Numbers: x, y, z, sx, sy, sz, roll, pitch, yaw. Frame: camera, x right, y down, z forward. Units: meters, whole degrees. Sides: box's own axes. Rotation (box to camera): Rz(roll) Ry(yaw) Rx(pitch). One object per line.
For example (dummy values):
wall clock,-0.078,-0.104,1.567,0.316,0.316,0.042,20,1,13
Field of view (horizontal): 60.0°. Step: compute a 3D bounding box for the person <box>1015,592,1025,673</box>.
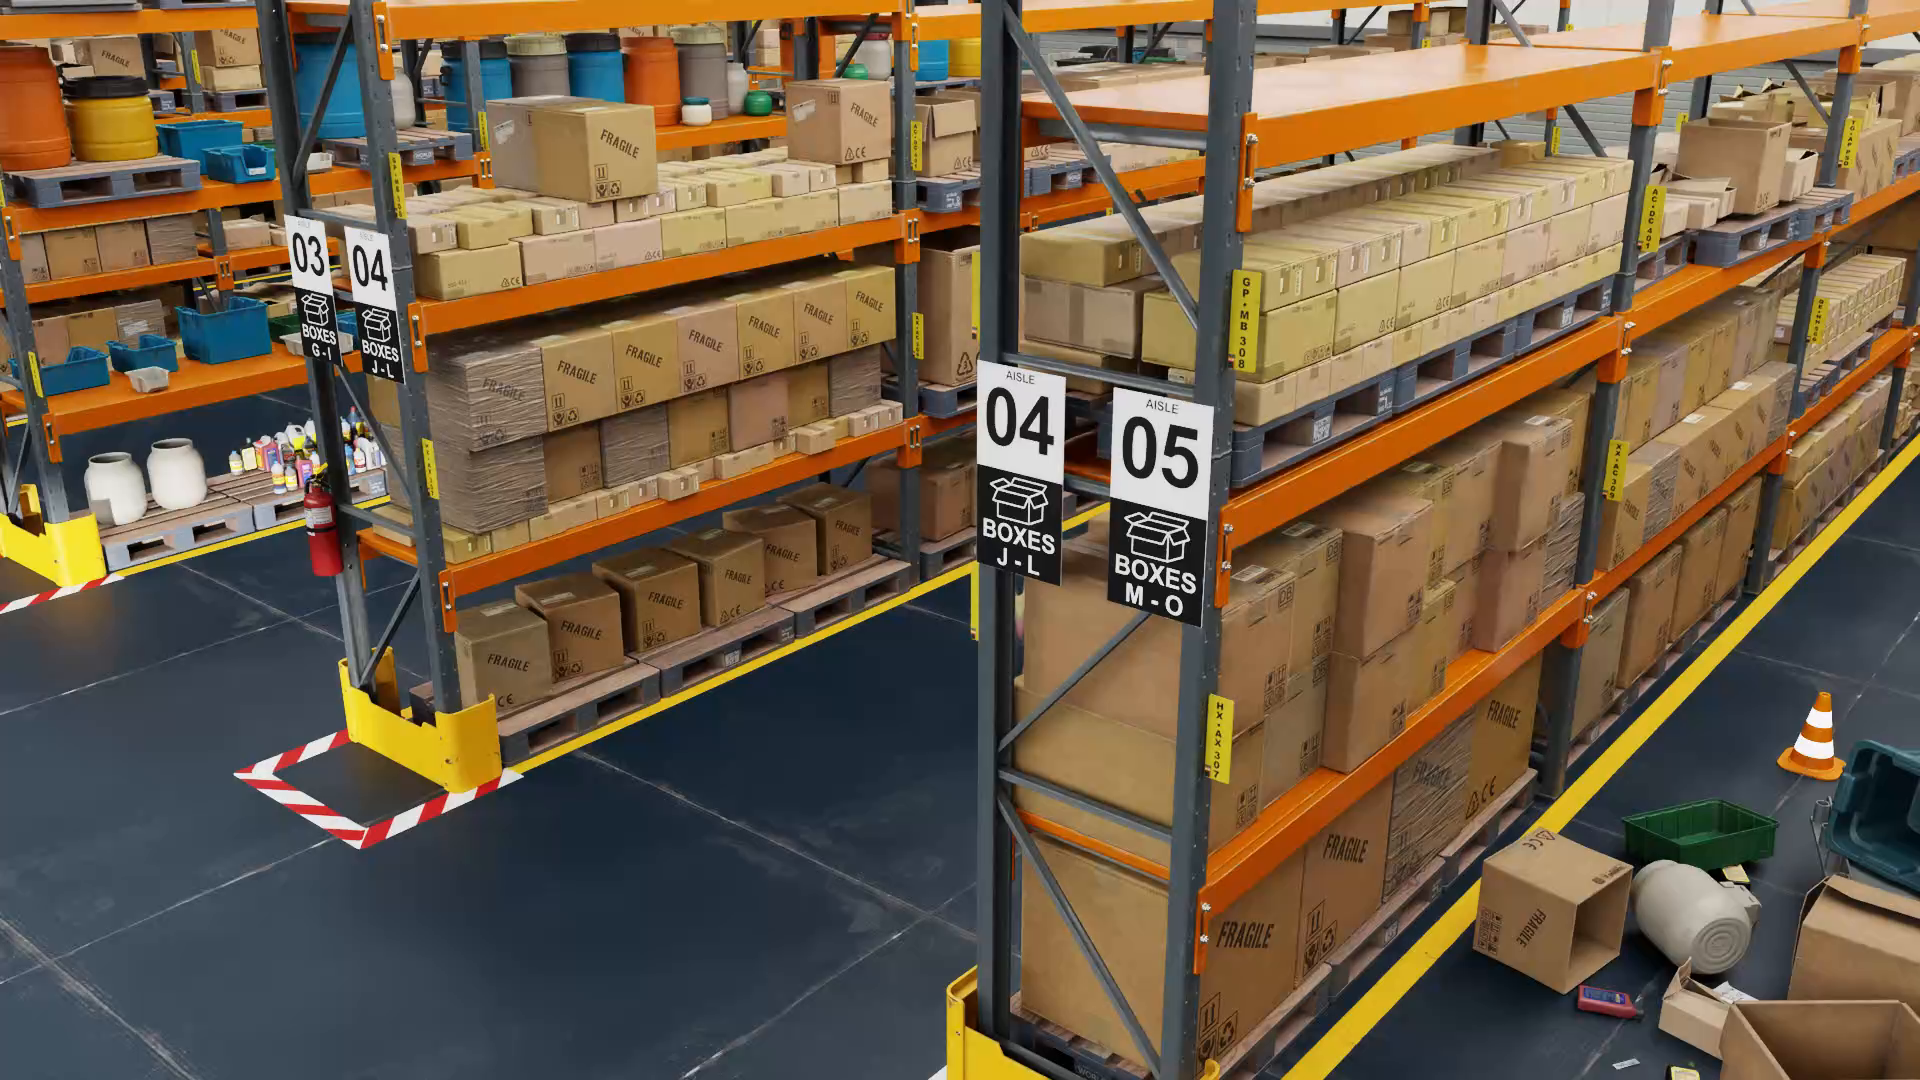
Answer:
person,0.671,0.566,10.788,0.803,0.820,0.471,16,26,37
